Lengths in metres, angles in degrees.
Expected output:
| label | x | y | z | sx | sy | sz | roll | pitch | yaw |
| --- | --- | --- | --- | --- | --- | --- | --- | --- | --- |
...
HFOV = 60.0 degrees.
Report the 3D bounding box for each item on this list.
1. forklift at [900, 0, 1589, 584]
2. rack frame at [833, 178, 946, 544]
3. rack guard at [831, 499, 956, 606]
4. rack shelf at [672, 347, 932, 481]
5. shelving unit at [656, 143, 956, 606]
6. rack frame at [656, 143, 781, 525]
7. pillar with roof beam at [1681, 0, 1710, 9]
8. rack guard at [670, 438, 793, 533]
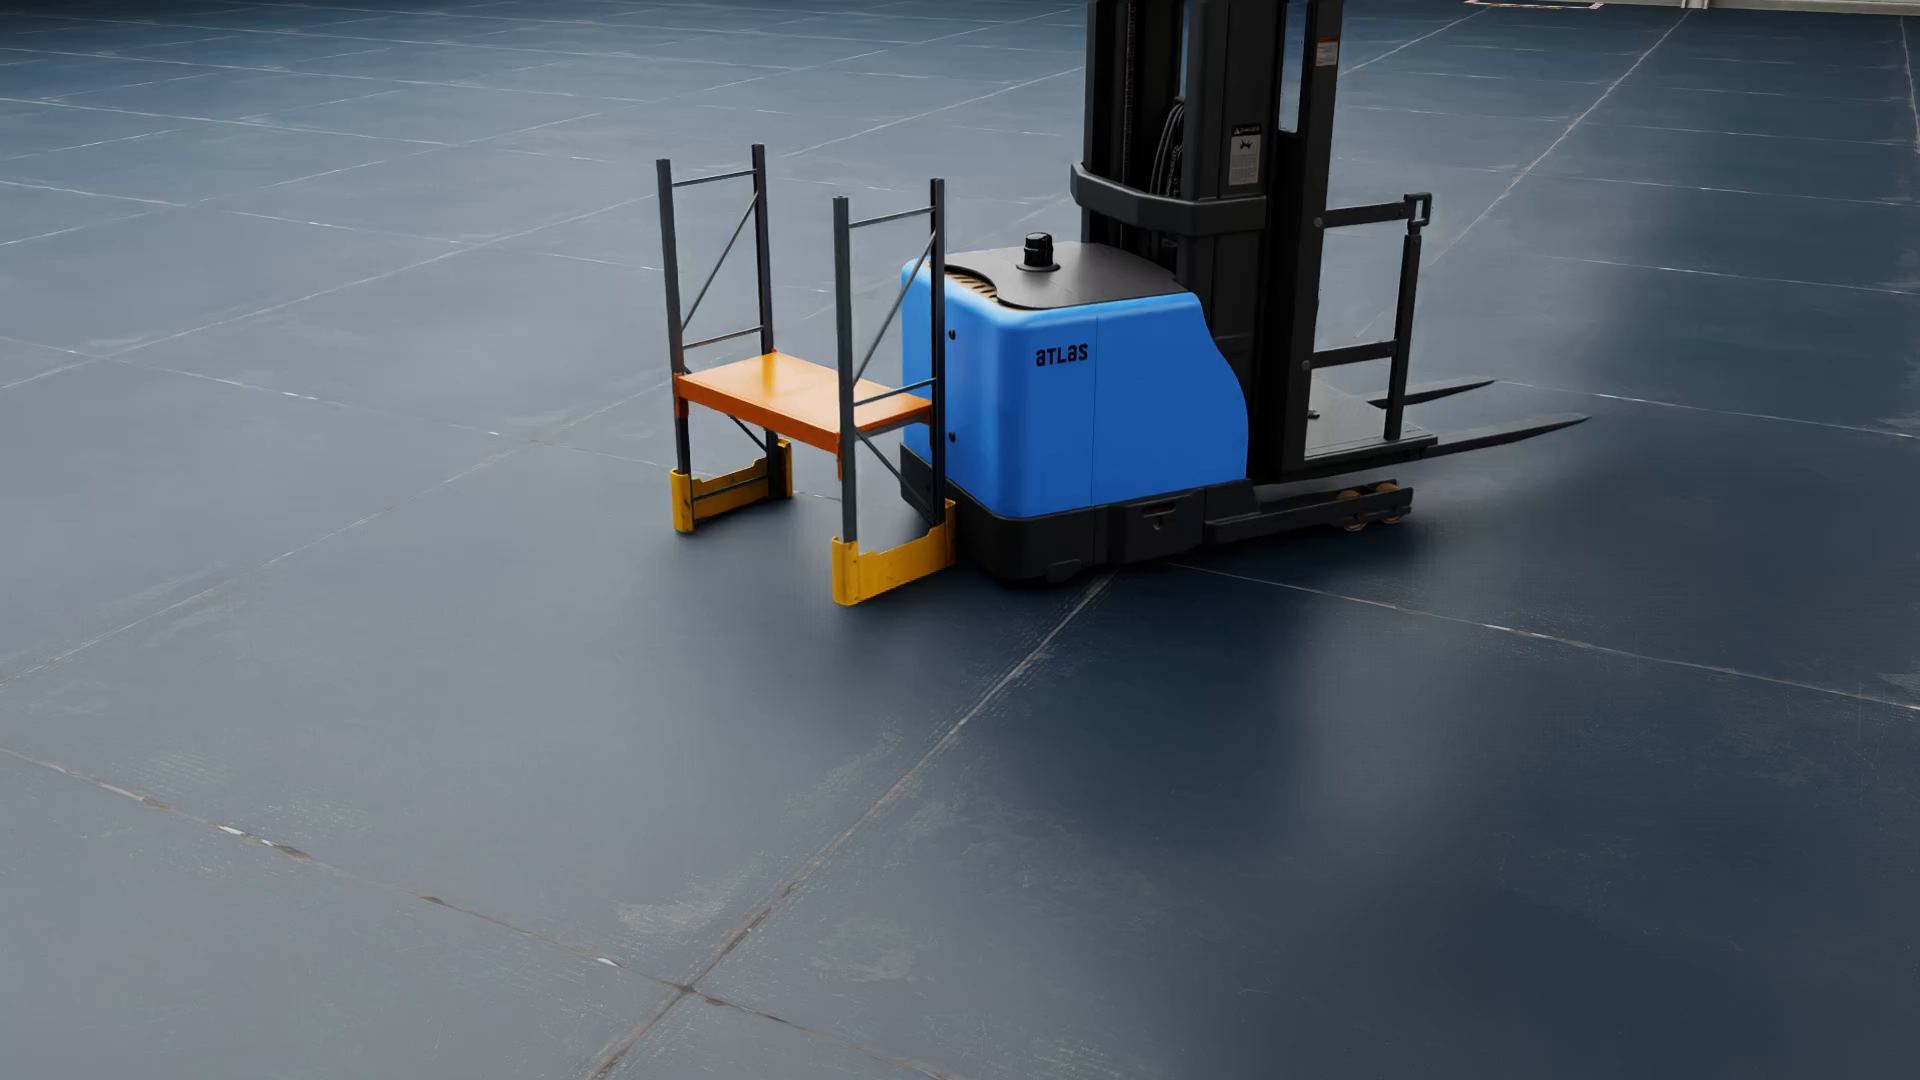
| label | x | y | z | sx | sy | sz | roll | pitch | yaw |
| --- | --- | --- | --- | --- | --- | --- | --- | --- | --- |
| forklift | 1.310 | -1.558 | 6.651 | 3.031 | 2.935 | 1.130 | -10 | 25 | -23 |
| rack frame | -0.243 | -0.533 | 6.069 | 0.032 | 1.500 | 0.500 | 21 | 31 | 41 |
| rack guard | -0.243 | 0.042 | 6.314 | 0.087 | 0.250 | 0.587 | 21 | 31 | 41 |
| rack shelf | -0.602 | -0.508 | 6.470 | 1.000 | 0.185 | 0.538 | 21 | 31 | 41 |
| shelving unit | 6.543 | 0.517 | 3.216 | 15.973 | 1.800 | 5.886 | 21 | 31 | 41 |
| rack frame | 6.561 | 0.512 | 3.227 | 15.964 | 1.800 | 5.842 | 21 | 31 | 41 |
| pillar with roof beam | 10.102 | -11.368 | 21.964 | 0.400 | 9.000 | 9.100 | 11 | 25 | 25 |
| rack guard | -0.948 | -0.234 | 6.962 | 0.087 | 0.250 | 0.587 | 21 | 31 | 41 |
